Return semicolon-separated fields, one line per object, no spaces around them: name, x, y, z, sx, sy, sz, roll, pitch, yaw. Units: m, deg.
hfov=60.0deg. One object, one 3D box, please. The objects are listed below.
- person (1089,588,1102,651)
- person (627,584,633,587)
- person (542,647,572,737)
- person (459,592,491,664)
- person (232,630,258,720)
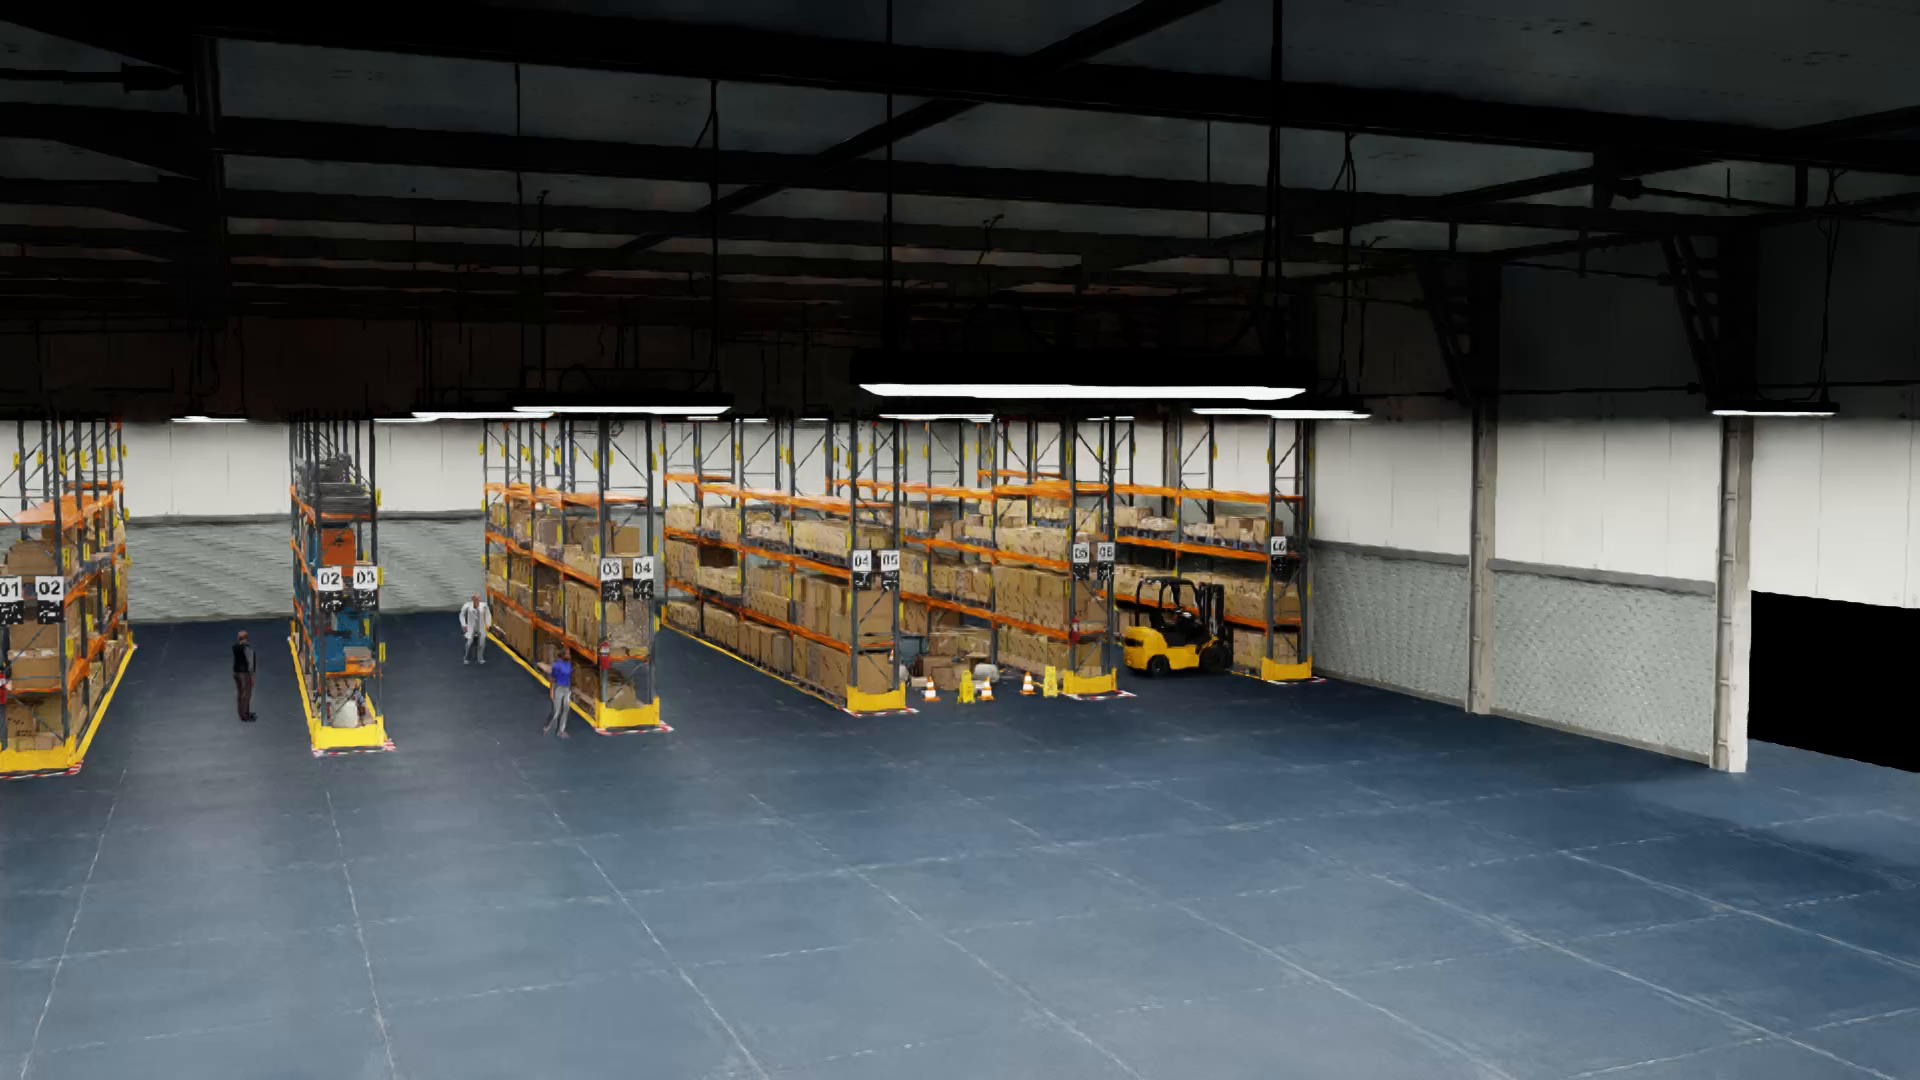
person;3.297;1.993;41.702;0.521;1.592;0.511;0;4;5
person;-9.464;1.504;47.857;0.614;1.694;1.157;-1;4;-15
person;-7.392;2.771;30.463;0.523;1.646;0.522;2;5;31
person;-11.531;2.093;39.562;0.729;1.732;0.546;-2;4;-25
person;-13.798;2.595;32.155;0.584;1.727;0.450;3;5;35
